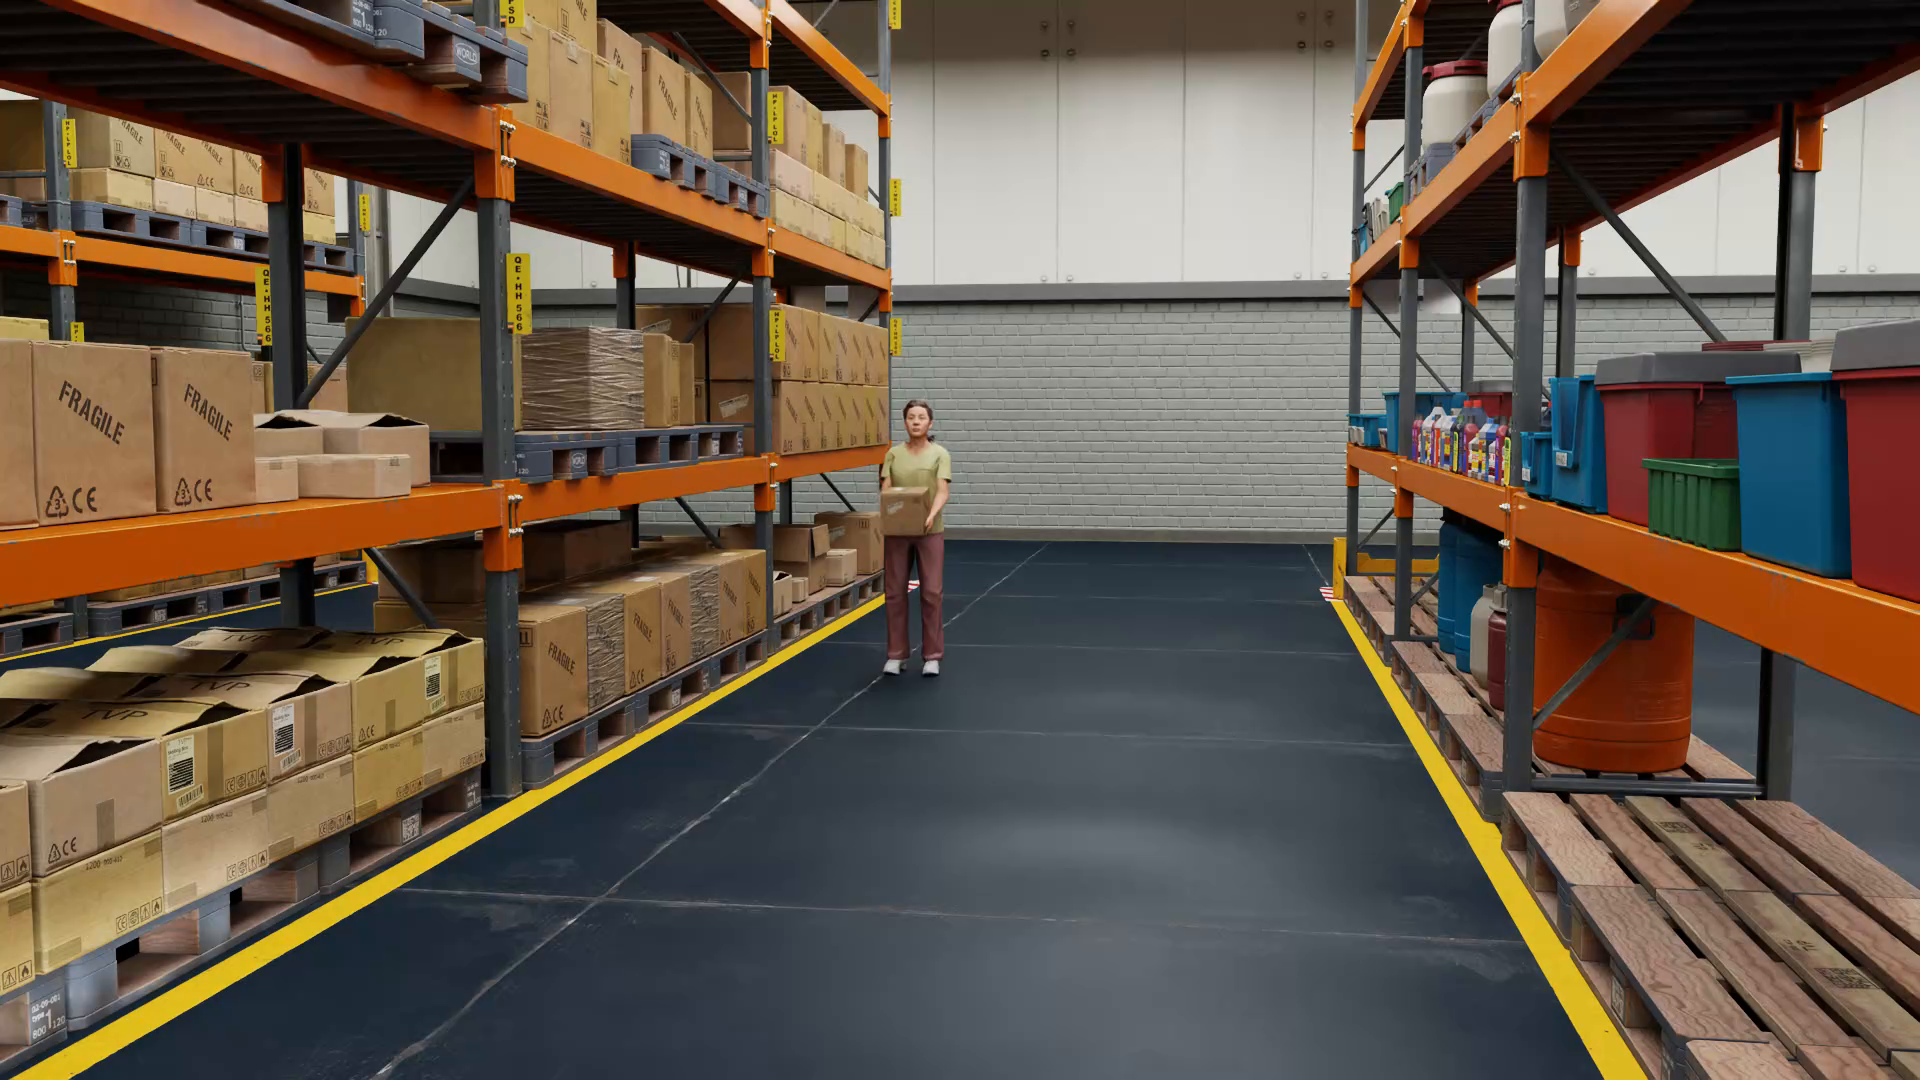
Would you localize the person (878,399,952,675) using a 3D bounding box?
[{"bbox_3d":[-0.282,-0.017,10.093,0.444,1.669,0.541,1,5,9],"label":"person"}]
